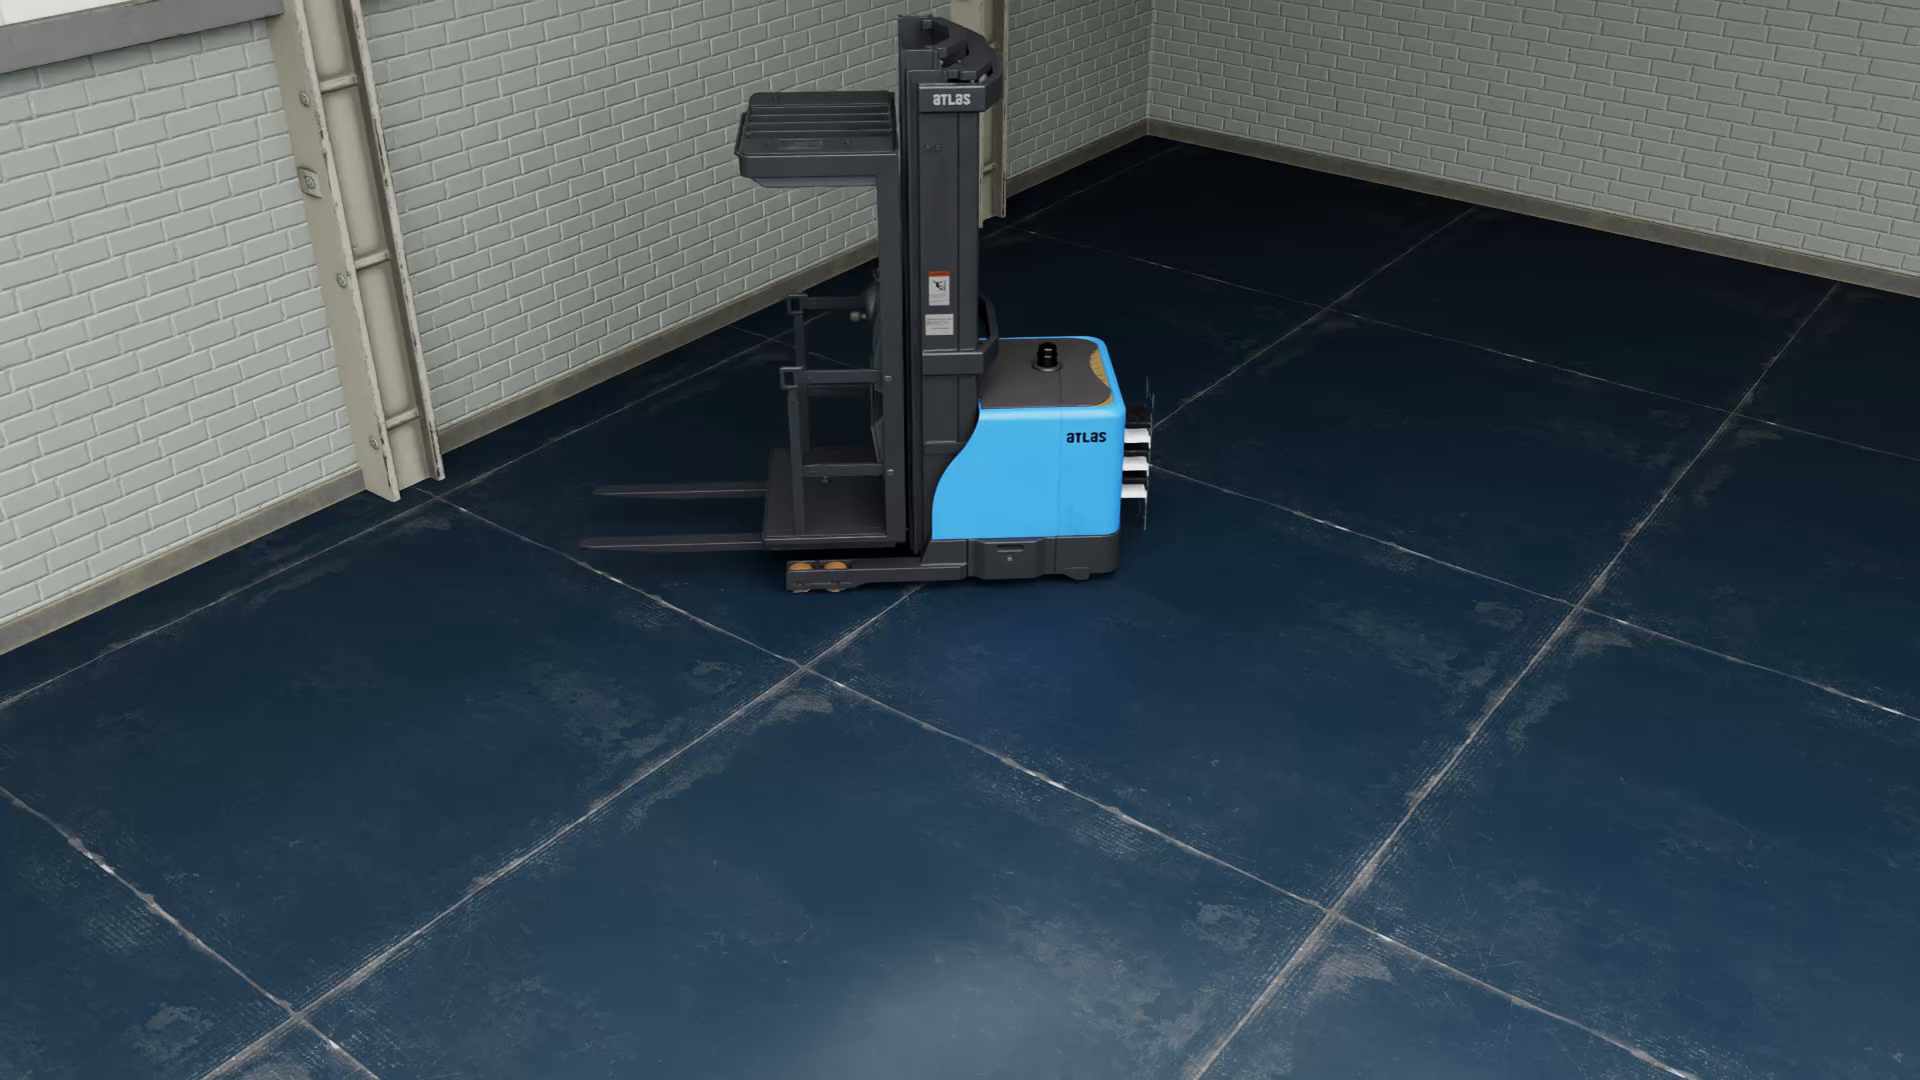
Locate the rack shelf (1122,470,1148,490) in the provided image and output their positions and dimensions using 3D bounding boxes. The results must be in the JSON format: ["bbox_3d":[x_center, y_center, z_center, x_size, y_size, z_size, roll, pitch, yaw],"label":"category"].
[{"bbox_3d":[0.983,-0.385,9.759,0.200,0.077,0.258,-1,31,-2],"label":"rack shelf"}]

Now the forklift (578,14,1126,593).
[{"bbox_3d":[-0.633,-1.244,8.975,3.031,2.935,1.130,-2,31,-3],"label":"forklift"}]

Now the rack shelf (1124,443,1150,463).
[{"bbox_3d":[0.983,-0.540,9.667,0.200,0.077,0.258,-1,31,-2],"label":"rack shelf"}]

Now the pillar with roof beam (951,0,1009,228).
[{"bbox_3d":[3.596,-5.344,9.940,9.100,9.000,0.400,21,37,31],"label":"pillar with roof beam"}]

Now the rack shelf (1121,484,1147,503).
[{"bbox_3d":[0.983,-0.307,9.805,0.200,0.077,0.258,-1,31,-2],"label":"rack shelf"}]

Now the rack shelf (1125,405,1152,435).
[{"bbox_3d":[0.983,-0.695,9.575,0.200,0.077,0.258,-1,31,-2],"label":"rack shelf"}]

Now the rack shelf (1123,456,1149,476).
[{"bbox_3d":[0.983,-0.462,9.713,0.200,0.077,0.258,-1,31,-2],"label":"rack shelf"}]

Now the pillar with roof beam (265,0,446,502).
[{"bbox_3d":[-0.026,-2.905,5.825,9.100,9.000,0.400,21,37,31],"label":"pillar with roof beam"}]

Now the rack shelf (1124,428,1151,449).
[{"bbox_3d":[0.983,-0.617,9.621,0.200,0.077,0.258,-1,31,-2],"label":"rack shelf"}]

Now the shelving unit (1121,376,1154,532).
[{"bbox_3d":[0.983,-0.491,9.696,0.210,0.900,0.258,-1,31,-2],"label":"shelving unit"}]

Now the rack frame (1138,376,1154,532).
[{"bbox_3d":[1.085,-0.494,9.700,0.006,0.900,0.240,-1,31,-2],"label":"rack frame"}]
